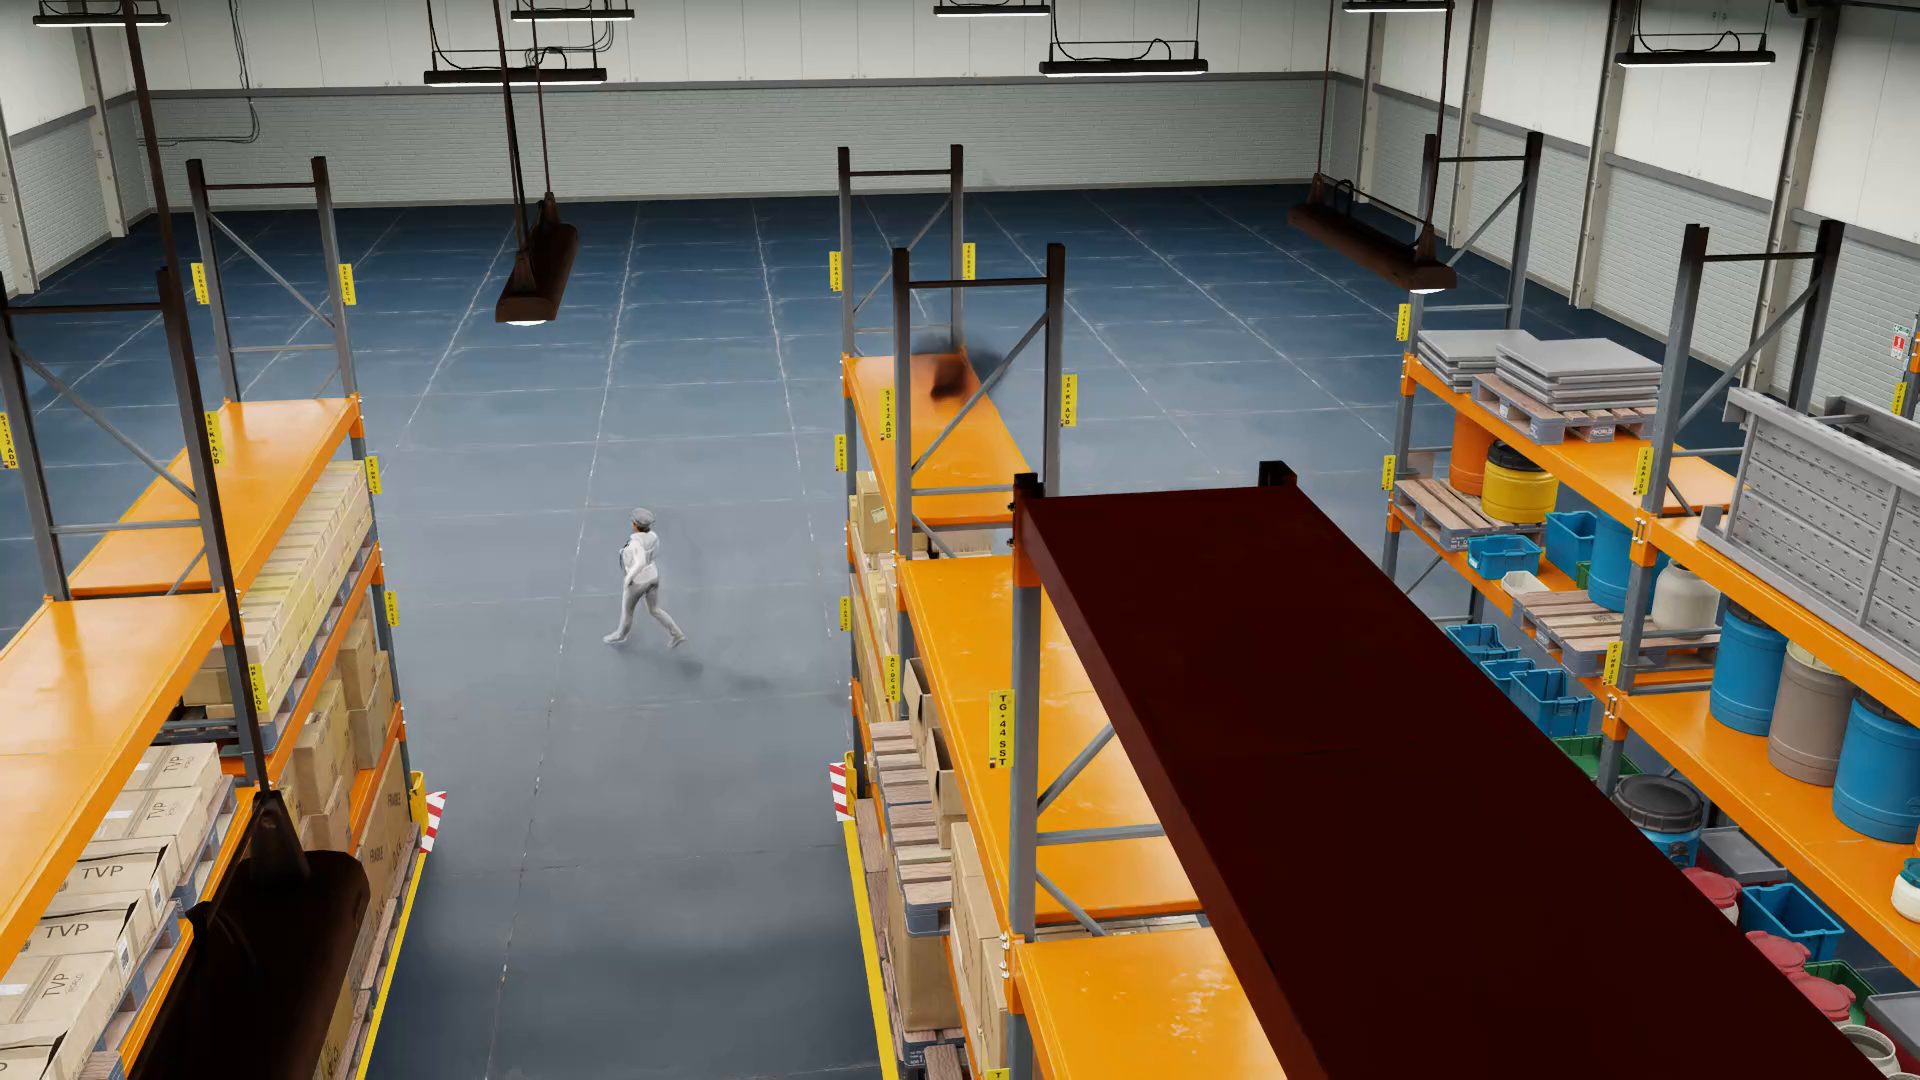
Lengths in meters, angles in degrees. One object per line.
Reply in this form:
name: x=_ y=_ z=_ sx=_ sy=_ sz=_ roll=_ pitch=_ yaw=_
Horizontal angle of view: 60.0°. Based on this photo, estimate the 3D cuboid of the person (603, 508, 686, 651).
person: x=-3.513 y=0.429 z=18.182 sx=1.036 sy=1.648 sz=0.625 roll=12 pitch=25 yaw=28
